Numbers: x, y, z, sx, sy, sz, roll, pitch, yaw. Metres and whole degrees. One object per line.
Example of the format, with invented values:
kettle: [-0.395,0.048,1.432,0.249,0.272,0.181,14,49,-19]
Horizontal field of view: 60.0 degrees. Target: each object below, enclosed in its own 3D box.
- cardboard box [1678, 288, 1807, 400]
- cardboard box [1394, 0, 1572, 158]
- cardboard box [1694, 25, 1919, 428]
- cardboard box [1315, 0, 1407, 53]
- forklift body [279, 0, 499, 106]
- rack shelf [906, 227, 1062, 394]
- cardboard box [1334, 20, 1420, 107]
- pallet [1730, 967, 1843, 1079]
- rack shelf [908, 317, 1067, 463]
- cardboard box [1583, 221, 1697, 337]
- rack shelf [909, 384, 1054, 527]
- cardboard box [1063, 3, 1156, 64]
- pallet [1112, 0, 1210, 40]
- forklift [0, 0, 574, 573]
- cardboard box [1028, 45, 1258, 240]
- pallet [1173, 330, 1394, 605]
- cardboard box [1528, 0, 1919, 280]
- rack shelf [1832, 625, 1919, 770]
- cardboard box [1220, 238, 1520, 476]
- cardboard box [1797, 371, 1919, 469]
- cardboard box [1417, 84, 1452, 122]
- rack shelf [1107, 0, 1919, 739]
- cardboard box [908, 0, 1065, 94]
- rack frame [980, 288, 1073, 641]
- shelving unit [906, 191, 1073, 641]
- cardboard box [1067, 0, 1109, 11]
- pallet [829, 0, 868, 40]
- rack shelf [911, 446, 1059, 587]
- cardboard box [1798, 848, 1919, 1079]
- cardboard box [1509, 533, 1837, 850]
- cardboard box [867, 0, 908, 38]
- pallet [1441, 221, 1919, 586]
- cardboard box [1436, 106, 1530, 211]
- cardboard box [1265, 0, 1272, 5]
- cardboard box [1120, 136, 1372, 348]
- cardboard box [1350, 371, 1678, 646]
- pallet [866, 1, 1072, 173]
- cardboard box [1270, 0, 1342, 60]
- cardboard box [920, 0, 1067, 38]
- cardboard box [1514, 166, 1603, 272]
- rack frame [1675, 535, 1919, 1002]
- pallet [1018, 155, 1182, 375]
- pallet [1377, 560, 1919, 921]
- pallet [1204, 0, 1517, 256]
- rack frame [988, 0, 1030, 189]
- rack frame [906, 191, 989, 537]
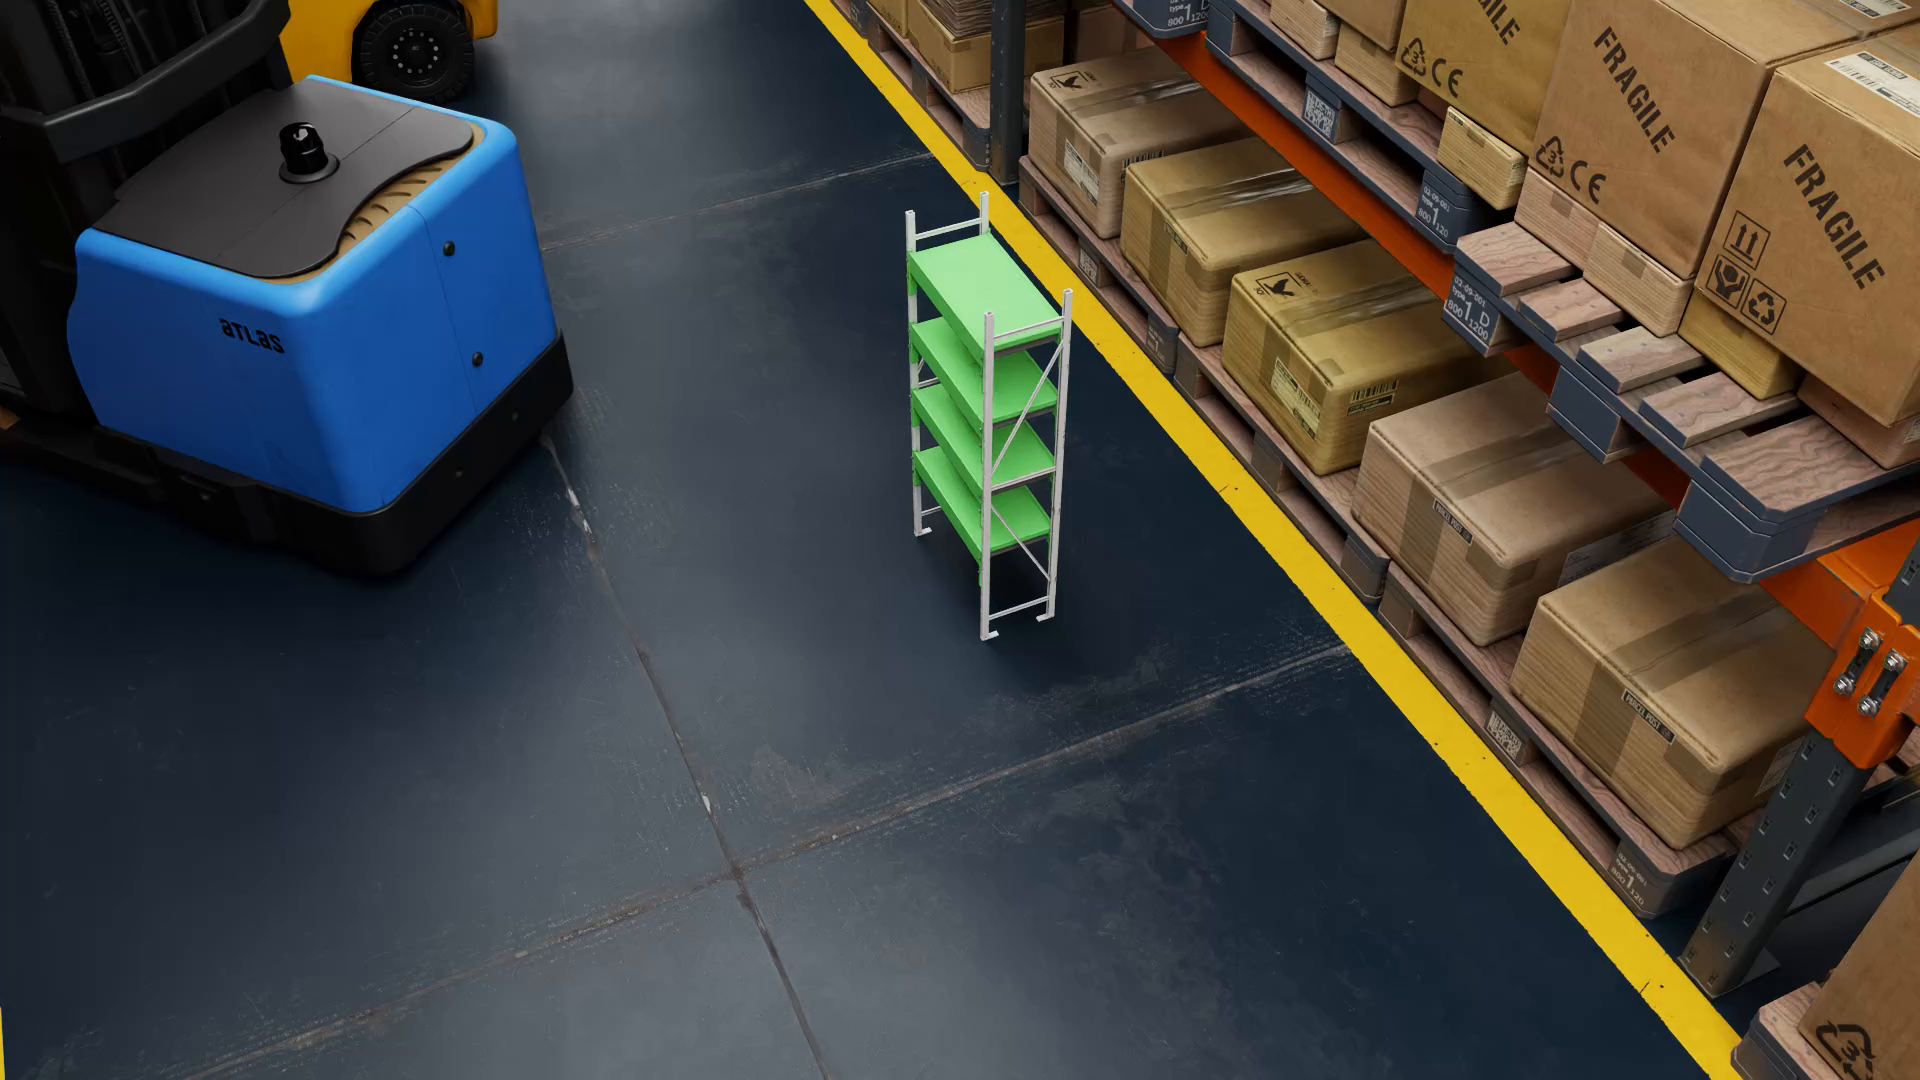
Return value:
cardboard box: [1.747,-0.466,3.467,0.380,0.149,0.250,-17,47,-17]
cardboard box: [1.393,-1.263,3.813,0.500,0.500,0.500,-21,48,-20]
cardboard box: [1.834,-0.616,3.157,0.500,0.500,0.500,-19,48,-19]
cardboard box: [1.165,-1.612,4.166,0.500,0.500,0.500,-20,48,-19]
forklift body: [-3.136,-2.775,6.531,2.313,2.155,1.214,-18,47,-17]
rack shelf: [0.070,-0.618,4.429,0.258,0.148,0.480,-18,47,-17]
cardboard box: [1.202,-1.281,4.292,0.380,0.149,0.250,-19,48,-19]
pallet: [2.540,1.400,3.681,1.003,0.211,1.213,-18,47,-17]
rack shelf: [0.070,-0.447,4.598,0.258,0.148,0.480,-18,47,-17]
cardboard box: [1.601,-0.614,3.616,0.380,0.149,0.250,-18,48,-18]
rack shelf: [0.070,-0.276,4.767,0.258,0.148,0.480,-18,47,-17]
cardboard box: [0.592,-2.293,7.097,0.500,0.250,0.500,-20,48,-19]
pallet: [0.785,-2.068,5.347,1.003,0.211,1.213,-18,47,-17]
forklift: [-2.879,-1.638,4.823,3.031,2.935,1.130,17,47,17]
cardboard box: [0.818,-1.547,6.254,0.950,0.372,0.625,-17,47,-17]
pallet: [1.441,-0.399,5.505,1.003,0.211,1.213,-18,47,-17]
cardboard box: [1.606,-0.942,3.487,0.500,0.500,0.500,-19,48,-18]
rack shelf: [3.118,1.413,2.194,1.077,0.370,4.000,-18,47,-17]
cardboard box: [1.417,-0.647,5.342,0.950,0.372,0.625,-17,47,-16]
cardboard box: [1.926,-0.317,3.315,0.380,0.149,0.250,-16,47,-16]
cardboard box: [1.383,-1.145,4.155,0.380,0.149,0.250,-18,47,-17]
rack shelf: [1.436,-1.136,4.778,1.077,0.370,4.000,-18,47,-17]
cardboard box: [0.103,-2.134,6.936,0.500,0.250,0.500,-16,47,-16]
rack frame: [0.172,-0.166,4.564,0.240,1.200,0.015,-18,47,-17]
shelving unit: [0.070,-0.322,4.722,0.258,1.200,0.503,-18,47,-17]
cardboard box: [0.592,-2.560,6.833,0.500,0.500,0.500,-16,47,-16]
pallet: [-0.236,-2.870,8.008,1.003,0.211,1.213,-18,47,-17]
rack shelf: [0.070,-0.105,4.935,0.258,0.148,0.480,-18,47,-17]
cardboard box: [2.492,0.954,3.361,0.875,0.875,0.875,-18,48,-18]
cardboard box: [2.049,0.306,4.377,0.950,0.372,0.625,-21,48,-20]
cardboard box: [-0.130,-2.471,7.277,0.500,0.250,0.500,-19,48,-18]
pallet: [1.881,-0.472,3.729,1.213,0.211,1.003,-18,47,-17]
cardboard box: [1.374,-0.948,3.955,0.380,0.149,0.250,-17,47,-17]
cardboard box: [0.999,-1.627,4.643,0.380,0.149,0.250,-18,47,-17]
cardboard box: [1.123,-1.090,5.791,0.950,0.372,0.625,-15,47,-15]
cardboard box: [1.731,-0.162,4.851,0.950,0.372,0.625,-19,48,-18]
pallet: [0.281,-2.091,7.219,1.003,0.211,1.213,-18,47,-17]
cardboard box: [1.064,-1.442,4.456,0.380,0.149,0.250,-16,47,-16]
cardboard box: [0.103,-2.402,6.673,0.500,0.500,0.500,-19,48,-18]
cardboard box: [1.502,-0.776,3.781,0.380,0.149,0.250,-20,48,-19]
rack frame: [2.277,-0.117,3.233,1.000,3.000,0.127,-18,47,-17]
pallet: [0.924,-1.178,6.294,1.003,0.211,1.213,-18,47,-17]
pallet: [1.950,0.377,4.718,1.003,0.211,1.213,-18,47,-17]
pallet: [1.408,-1.298,4.567,1.003,0.211,1.213,-18,47,-17]
rack frame: [0.595,-2.666,5.817,1.000,3.000,0.127,-18,47,-17]
rack frame: [-0.033,-0.477,4.879,0.240,1.200,0.015,-18,47,-17]
